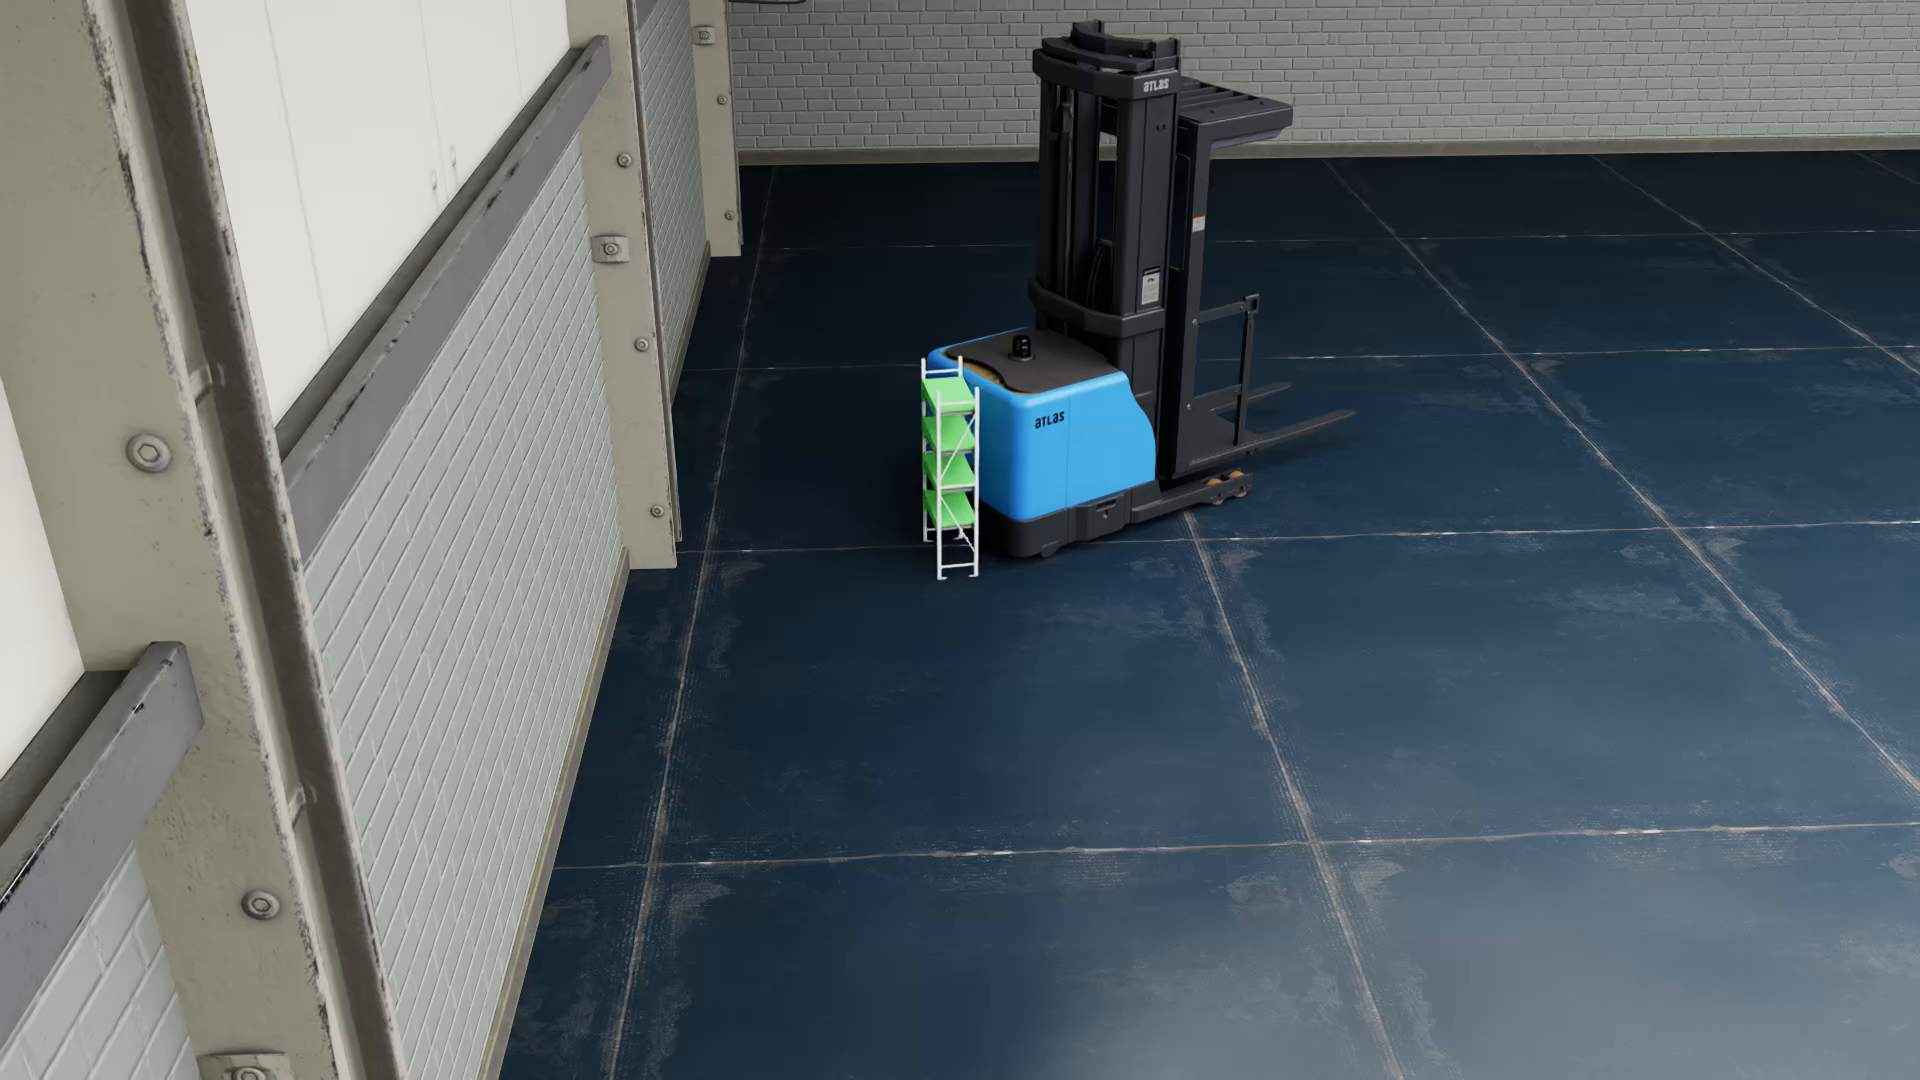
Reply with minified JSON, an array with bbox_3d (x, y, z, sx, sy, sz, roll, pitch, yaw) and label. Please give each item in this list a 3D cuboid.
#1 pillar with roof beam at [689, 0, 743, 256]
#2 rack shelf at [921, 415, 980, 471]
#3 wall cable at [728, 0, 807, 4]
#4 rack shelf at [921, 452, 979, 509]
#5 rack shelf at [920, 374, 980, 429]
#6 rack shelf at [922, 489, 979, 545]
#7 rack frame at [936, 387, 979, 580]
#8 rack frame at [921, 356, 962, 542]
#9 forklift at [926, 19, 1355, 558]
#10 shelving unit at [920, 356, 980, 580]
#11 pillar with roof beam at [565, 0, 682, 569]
[{"bbox_3d":[2.124,-6.786,13.530,9.100,9.000,0.400,-1,28,-3],"label":"pillar with roof beam"},{"bbox_3d":[-0.060,-0.576,9.675,0.258,0.148,0.480,-5,28,-10],"label":"rack shelf"},{"bbox_3d":[-1.008,-6.697,16.718,3.097,2.526,0.112,-1,28,-3],"label":"wall cable"},{"bbox_3d":[-0.060,-0.363,9.786,0.258,0.148,0.480,-5,28,-10],"label":"rack shelf"},{"bbox_3d":[-0.060,-0.788,9.564,0.258,0.148,0.480,-5,28,-10],"label":"rack shelf"},{"bbox_3d":[-0.060,-0.150,9.897,0.258,0.148,0.480,-5,28,-10],"label":"rack shelf"},{"bbox_3d":[-0.014,-0.309,9.544,0.240,1.200,0.015,-5,28,-10],"label":"rack frame"},{"bbox_3d":[-0.107,-0.530,9.969,0.240,1.200,0.015,-5,28,-10],"label":"rack frame"},{"bbox_3d":[1.286,-1.709,10.358,3.031,2.935,1.130,-18,32,-30],"label":"forklift"},{"bbox_3d":[-0.060,-0.419,9.757,0.258,1.200,0.503,-5,28,-10],"label":"shelving unit"},{"bbox_3d":[2.437,-4.015,8.217,9.100,9.000,0.400,-1,28,-3],"label":"pillar with roof beam"}]
